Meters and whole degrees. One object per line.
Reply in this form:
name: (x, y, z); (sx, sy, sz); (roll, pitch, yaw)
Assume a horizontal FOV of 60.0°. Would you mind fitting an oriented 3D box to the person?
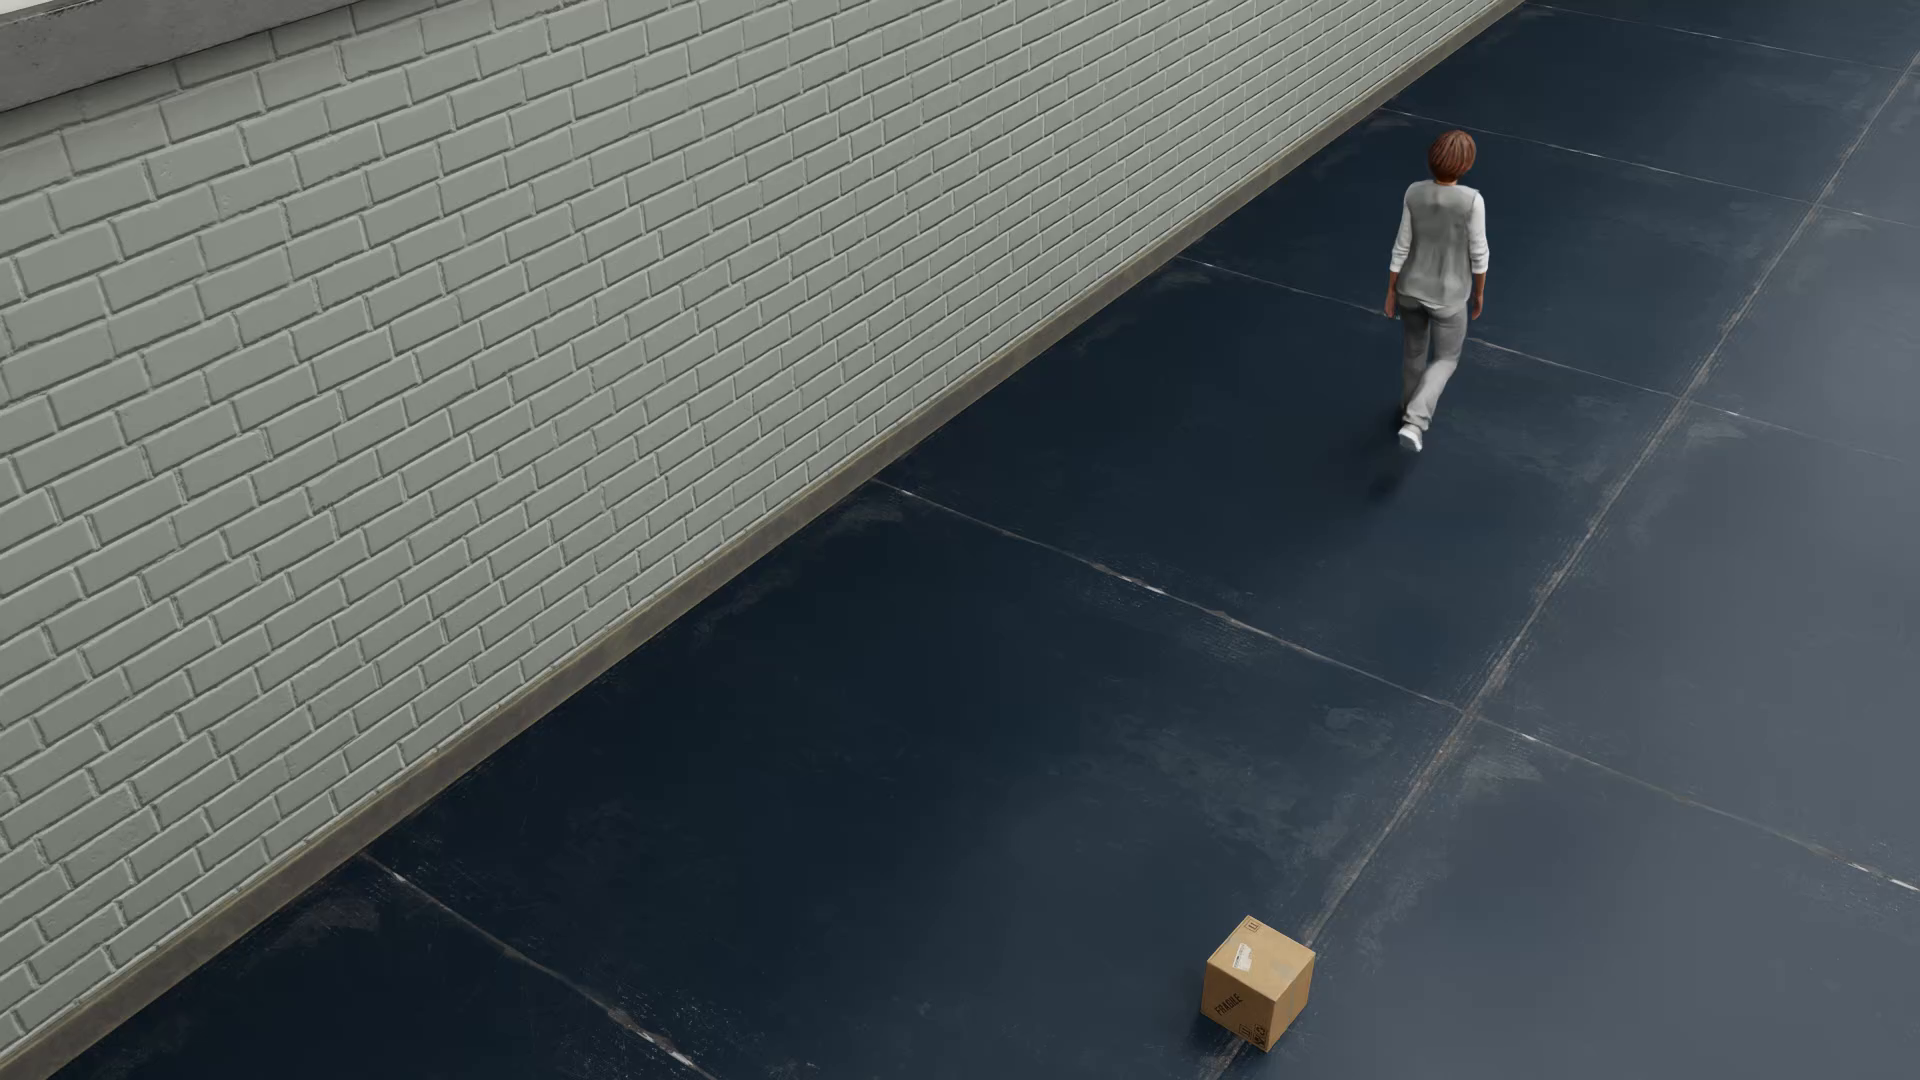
person: (2.206, -1.147, 7.778); (0.439, 1.564, 0.775); (19, 39, 25)
